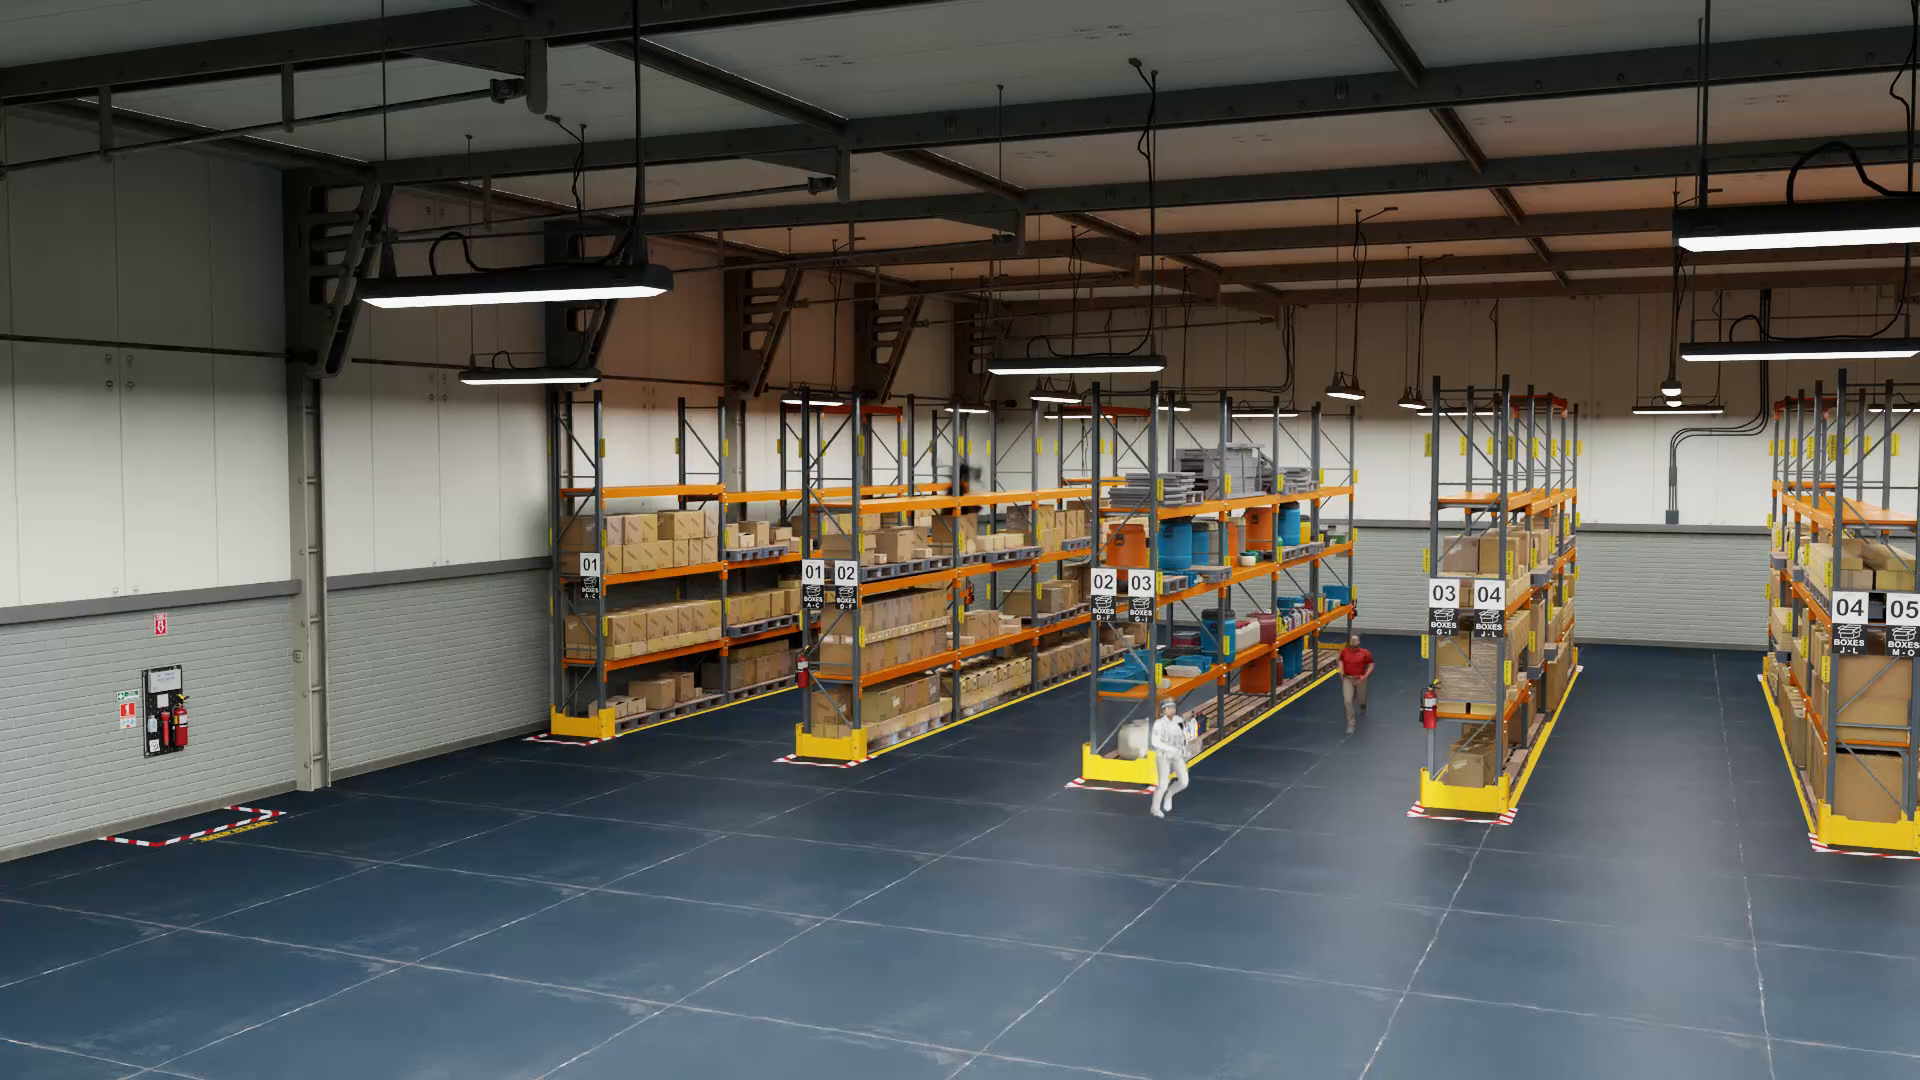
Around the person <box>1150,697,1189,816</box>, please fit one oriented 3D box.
[{"bbox_3d":[2.856,2.931,22.419,0.643,1.654,0.714,-1,3,-23],"label":"person"}]

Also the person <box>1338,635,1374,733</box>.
[{"bbox_3d":[7.046,2.545,29.627,0.643,1.719,1.018,1,3,18],"label":"person"}]
